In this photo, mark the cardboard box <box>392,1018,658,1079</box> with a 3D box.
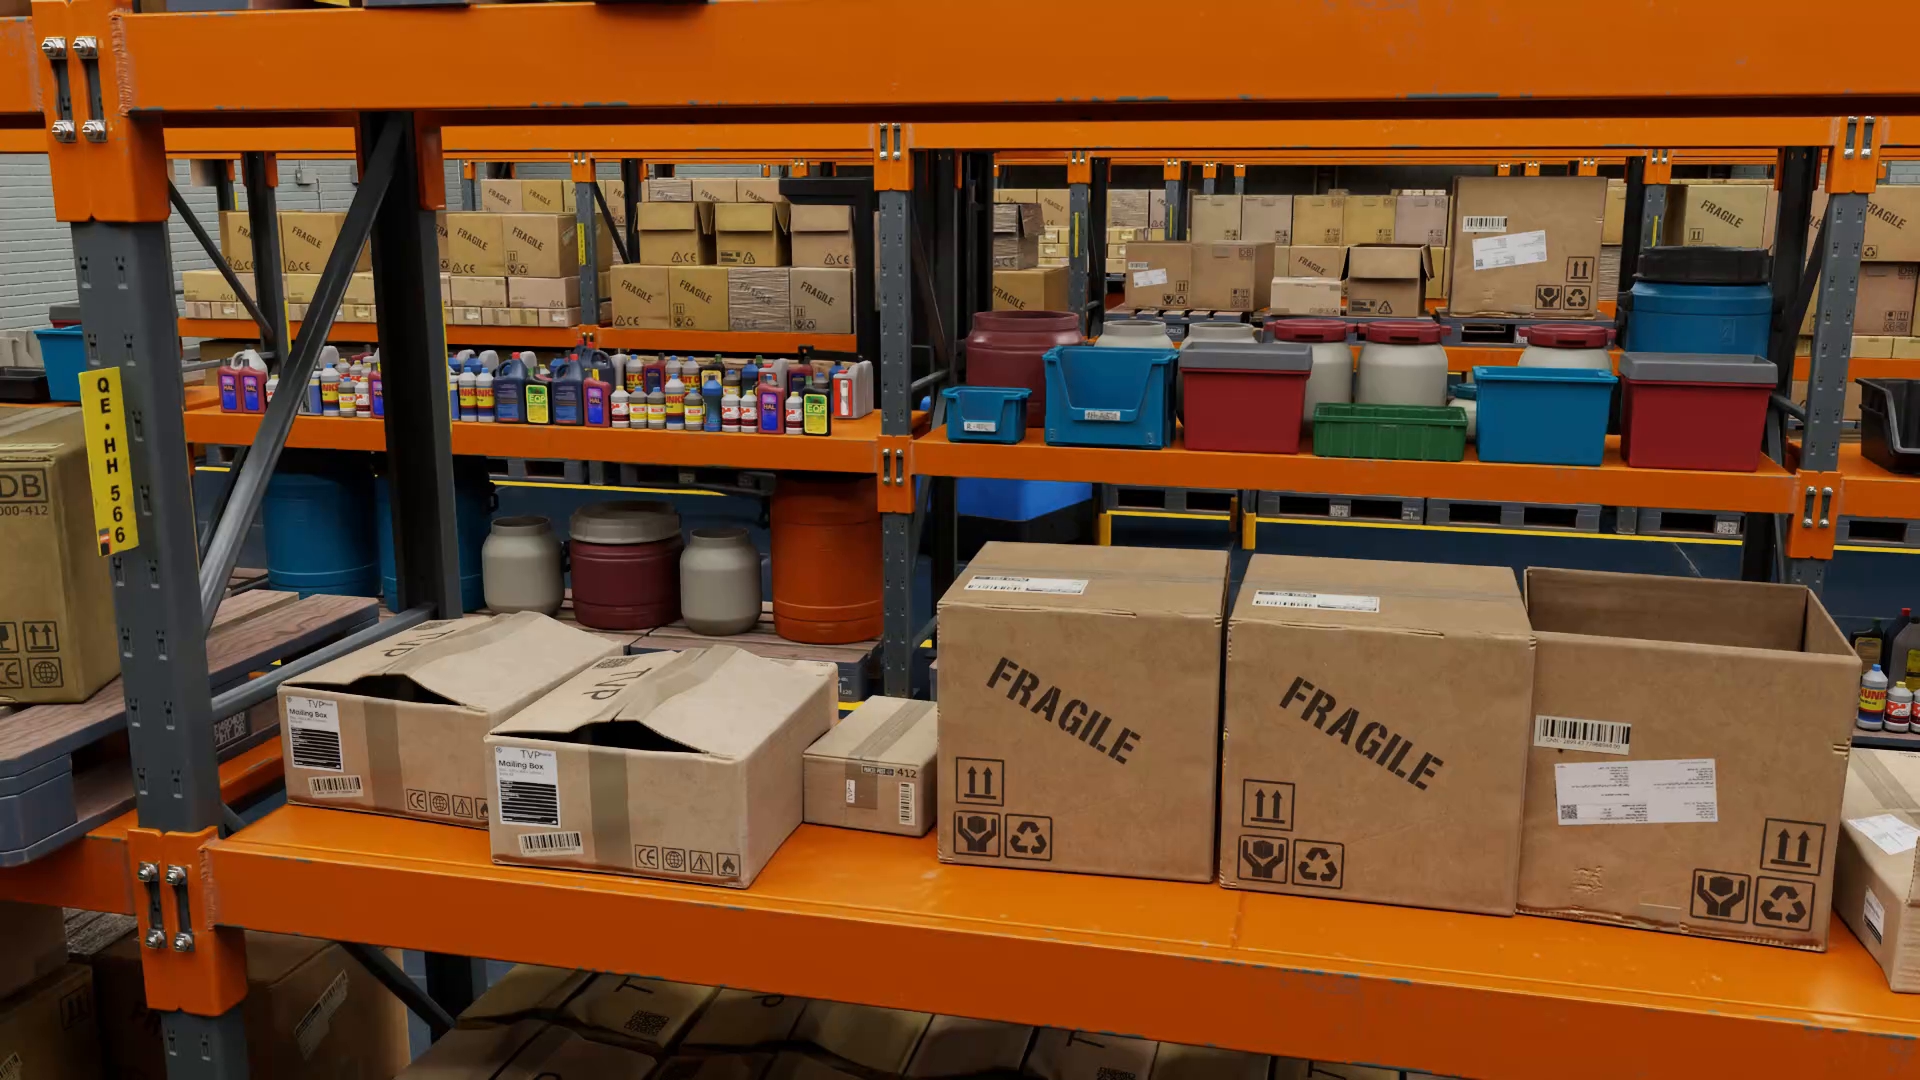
[{"bbox_3d":[-0.945,1.225,3.369,0.500,0.311,0.500,4,13,15],"label":"cardboard box"}]

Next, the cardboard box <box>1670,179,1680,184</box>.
[{"bbox_3d":[8.599,-4.237,20.681,0.500,0.500,0.700,3,13,12],"label":"cardboard box"}]

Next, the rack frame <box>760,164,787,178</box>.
[{"bbox_3d":[-3.213,-5.353,28.937,0.127,3.000,1.000,3,13,14],"label":"rack frame"}]

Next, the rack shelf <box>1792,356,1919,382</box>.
[{"bbox_3d":[6.819,-1.147,11.641,4.000,0.370,1.077,3,13,14],"label":"rack shelf"}]

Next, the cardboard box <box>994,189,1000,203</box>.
[{"bbox_3d":[0.344,-4.535,22.708,0.500,0.500,0.500,3,13,13],"label":"cardboard box"}]

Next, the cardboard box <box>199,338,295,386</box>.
[{"bbox_3d":[-6.132,-1.377,14.949,0.875,0.875,0.875,3,13,14],"label":"cardboard box"}]

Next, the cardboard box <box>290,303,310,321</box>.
[{"bbox_3d":[-5.509,-1.962,14.231,0.250,0.149,0.380,3,13,12],"label":"cardboard box"}]

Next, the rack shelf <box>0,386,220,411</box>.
[{"bbox_3d":[-6.018,-0.729,9.754,4.000,0.370,1.077,3,13,14],"label":"rack shelf"}]

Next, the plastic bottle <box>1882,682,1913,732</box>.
[{"bbox_3d":[3.994,0.704,7.078,0.097,0.201,0.097,0,13,0],"label":"plastic bottle"}]

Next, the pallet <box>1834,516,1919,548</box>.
[{"bbox_3d":[6.726,-0.151,11.926,1.213,0.211,1.003,3,13,14],"label":"pallet"}]

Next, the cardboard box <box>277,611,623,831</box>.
[{"bbox_3d":[-1.040,0.345,3.461,0.500,0.311,0.500,4,13,17],"label":"cardboard box"}]

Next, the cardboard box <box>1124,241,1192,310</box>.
[{"bbox_3d":[1.528,-2.044,12.822,0.500,0.500,0.500,1,13,7],"label":"cardboard box"}]

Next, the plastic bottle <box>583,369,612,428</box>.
[{"bbox_3d":[-1.797,-0.702,8.243,0.133,0.283,0.061,3,13,14],"label":"plastic bottle"}]

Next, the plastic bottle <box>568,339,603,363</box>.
[{"bbox_3d":[-2.036,-0.916,9.051,0.185,0.351,0.144,3,13,14],"label":"plastic bottle"}]

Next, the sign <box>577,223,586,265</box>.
[{"bbox_3d":[-3.021,-2.362,13.274,0.005,0.325,0.100,3,13,14],"label":"sign"}]

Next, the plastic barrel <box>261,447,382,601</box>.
[{"bbox_3d":[-3.552,-0.125,9.246,0.708,0.901,0.600,3,13,14],"label":"plastic barrel"}]

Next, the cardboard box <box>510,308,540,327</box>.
[{"bbox_3d":[-3.514,-1.855,13.751,0.250,0.149,0.380,3,13,15],"label":"cardboard box"}]

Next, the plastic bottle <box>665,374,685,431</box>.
[{"bbox_3d":[-1.397,-0.679,8.166,0.097,0.271,0.097,0,13,0],"label":"plastic bottle"}]

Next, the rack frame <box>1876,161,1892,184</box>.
[{"bbox_3d":[11.135,-3.479,20.489,0.127,3.000,1.000,3,13,14],"label":"rack frame"}]

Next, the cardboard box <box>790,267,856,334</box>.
[{"bbox_3d":[-1.026,-1.912,13.197,0.500,0.500,0.500,3,13,15],"label":"cardboard box"}]

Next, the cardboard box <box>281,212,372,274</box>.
[{"bbox_3d":[-5.382,-2.530,14.140,0.500,0.500,0.500,3,13,12],"label":"cardboard box"}]

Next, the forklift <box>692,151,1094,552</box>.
[{"bbox_3d":[-0.578,-1.514,11.789,3.031,2.935,1.130,8,15,32],"label":"forklift"}]

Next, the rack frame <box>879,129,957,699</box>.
[{"bbox_3d":[-0.193,-0.769,8.272,0.127,3.000,1.000,3,13,14],"label":"rack frame"}]

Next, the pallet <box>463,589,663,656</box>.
[{"bbox_3d":[-2.149,0.497,9.007,1.213,0.211,1.003,3,13,14],"label":"pallet"}]

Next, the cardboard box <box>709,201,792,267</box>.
[{"bbox_3d":[-1.604,-2.487,13.470,0.637,0.503,0.797,3,13,14],"label":"cardboard box"}]

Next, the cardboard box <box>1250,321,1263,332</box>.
[{"bbox_3d":[2.850,-1.904,17.615,0.750,0.750,1.050,3,13,13],"label":"cardboard box"}]

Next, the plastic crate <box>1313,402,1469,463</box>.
[{"bbox_3d":[1.932,-0.488,7.499,0.662,0.188,0.450,3,13,14],"label":"plastic crate"}]

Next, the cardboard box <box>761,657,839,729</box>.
[{"bbox_3d":[-0.444,0.384,3.657,0.250,0.149,0.380,3,13,14],"label":"cardboard box"}]

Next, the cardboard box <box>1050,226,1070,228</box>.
[{"bbox_3d":[1.123,-3.326,18.038,0.250,0.149,0.380,3,13,11],"label":"cardboard box"}]

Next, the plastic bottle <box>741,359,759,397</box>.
[{"bbox_3d":[-1.105,-0.819,8.797,0.097,0.271,0.097,0,13,0],"label":"plastic bottle"}]

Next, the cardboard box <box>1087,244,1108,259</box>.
[{"bbox_3d":[1.432,-3.019,17.339,0.250,0.149,0.380,4,13,16],"label":"cardboard box"}]

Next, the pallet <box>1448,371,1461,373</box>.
[{"bbox_3d":[6.496,-2.365,21.907,1.213,0.211,1.003,3,13,14],"label":"pallet"}]

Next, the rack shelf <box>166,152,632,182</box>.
[{"bbox_3d":[-4.831,-3.235,14.123,4.000,0.370,1.077,3,13,14],"label":"rack shelf"}]

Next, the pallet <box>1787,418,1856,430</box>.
[{"bbox_3d":[8.072,-1.160,16.475,1.213,0.211,1.003,3,13,14],"label":"pallet"}]

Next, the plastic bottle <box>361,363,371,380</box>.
[{"bbox_3d":[-3.273,-0.880,9.236,0.097,0.201,0.097,0,13,0],"label":"plastic bottle"}]

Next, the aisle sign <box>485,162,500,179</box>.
[{"bbox_3d":[-5.485,-4.599,19.536,0.004,0.787,0.394,3,13,14],"label":"aisle sign"}]

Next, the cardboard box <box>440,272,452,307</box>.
[{"bbox_3d":[-4.380,-2.110,13.979,0.500,0.250,0.500,3,13,15],"label":"cardboard box"}]

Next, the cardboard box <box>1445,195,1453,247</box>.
[{"bbox_3d":[5.181,-3.228,16.819,0.500,0.500,0.700,3,13,13],"label":"cardboard box"}]

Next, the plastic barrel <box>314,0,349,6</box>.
[{"bbox_3d":[-3.141,-2.733,8.796,0.600,0.588,0.600,0,13,0],"label":"plastic barrel"}]

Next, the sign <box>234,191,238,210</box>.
[{"bbox_3d":[-6.629,-3.020,15.198,0.005,0.325,0.100,3,13,14],"label":"sign"}]

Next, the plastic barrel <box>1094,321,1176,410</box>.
[{"bbox_3d":[0.857,-0.815,8.222,0.421,0.512,0.421,0,13,0],"label":"plastic barrel"}]

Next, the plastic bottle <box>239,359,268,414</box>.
[{"bbox_3d":[-3.693,-0.803,8.699,0.133,0.283,0.061,3,13,14],"label":"plastic bottle"}]

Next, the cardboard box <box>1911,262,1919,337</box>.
[{"bbox_3d":[6.762,-1.687,11.496,0.500,0.500,0.875,3,13,14],"label":"cardboard box"}]

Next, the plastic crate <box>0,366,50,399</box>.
[{"bbox_3d":[-5.227,-0.873,9.238,0.590,0.125,0.437,3,13,14],"label":"plastic crate"}]

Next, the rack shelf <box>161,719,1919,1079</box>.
[{"bbox_3d":[0.559,0.728,3.188,4.000,0.370,1.077,3,13,14],"label":"rack shelf"}]

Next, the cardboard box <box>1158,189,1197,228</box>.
[{"bbox_3d":[2.948,-4.508,22.588,0.500,0.500,0.500,3,13,12],"label":"cardboard box"}]

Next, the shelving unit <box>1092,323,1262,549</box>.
[{"bbox_3d":[1.490,-0.730,11.562,1.083,1.500,0.587,0,13,-1],"label":"shelving unit"}]

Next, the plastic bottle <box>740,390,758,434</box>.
[{"bbox_3d":[-1.019,-0.625,8.082,0.097,0.201,0.097,0,13,0],"label":"plastic bottle"}]

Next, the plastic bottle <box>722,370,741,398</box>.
[{"bbox_3d":[-1.220,-0.805,8.894,0.097,0.201,0.097,0,13,0],"label":"plastic bottle"}]

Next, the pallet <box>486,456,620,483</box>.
[{"bbox_3d":[-3.609,-0.712,14.457,1.213,0.211,1.003,3,13,14],"label":"pallet"}]

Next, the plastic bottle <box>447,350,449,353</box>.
[{"bbox_3d":[-2.926,-0.964,9.265,0.185,0.351,0.144,3,13,14],"label":"plastic bottle"}]

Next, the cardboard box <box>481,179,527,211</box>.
[{"bbox_3d":[-5.114,-3.866,19.008,0.500,0.500,0.500,3,13,13],"label":"cardboard box"}]

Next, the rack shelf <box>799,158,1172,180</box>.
[{"bbox_3d":[0.339,-4.065,17.865,4.000,0.370,1.077,3,13,14],"label":"rack shelf"}]

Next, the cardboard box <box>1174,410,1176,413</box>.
[{"bbox_3d":[1.652,-1.142,12.980,0.500,0.250,0.500,4,13,16],"label":"cardboard box"}]
